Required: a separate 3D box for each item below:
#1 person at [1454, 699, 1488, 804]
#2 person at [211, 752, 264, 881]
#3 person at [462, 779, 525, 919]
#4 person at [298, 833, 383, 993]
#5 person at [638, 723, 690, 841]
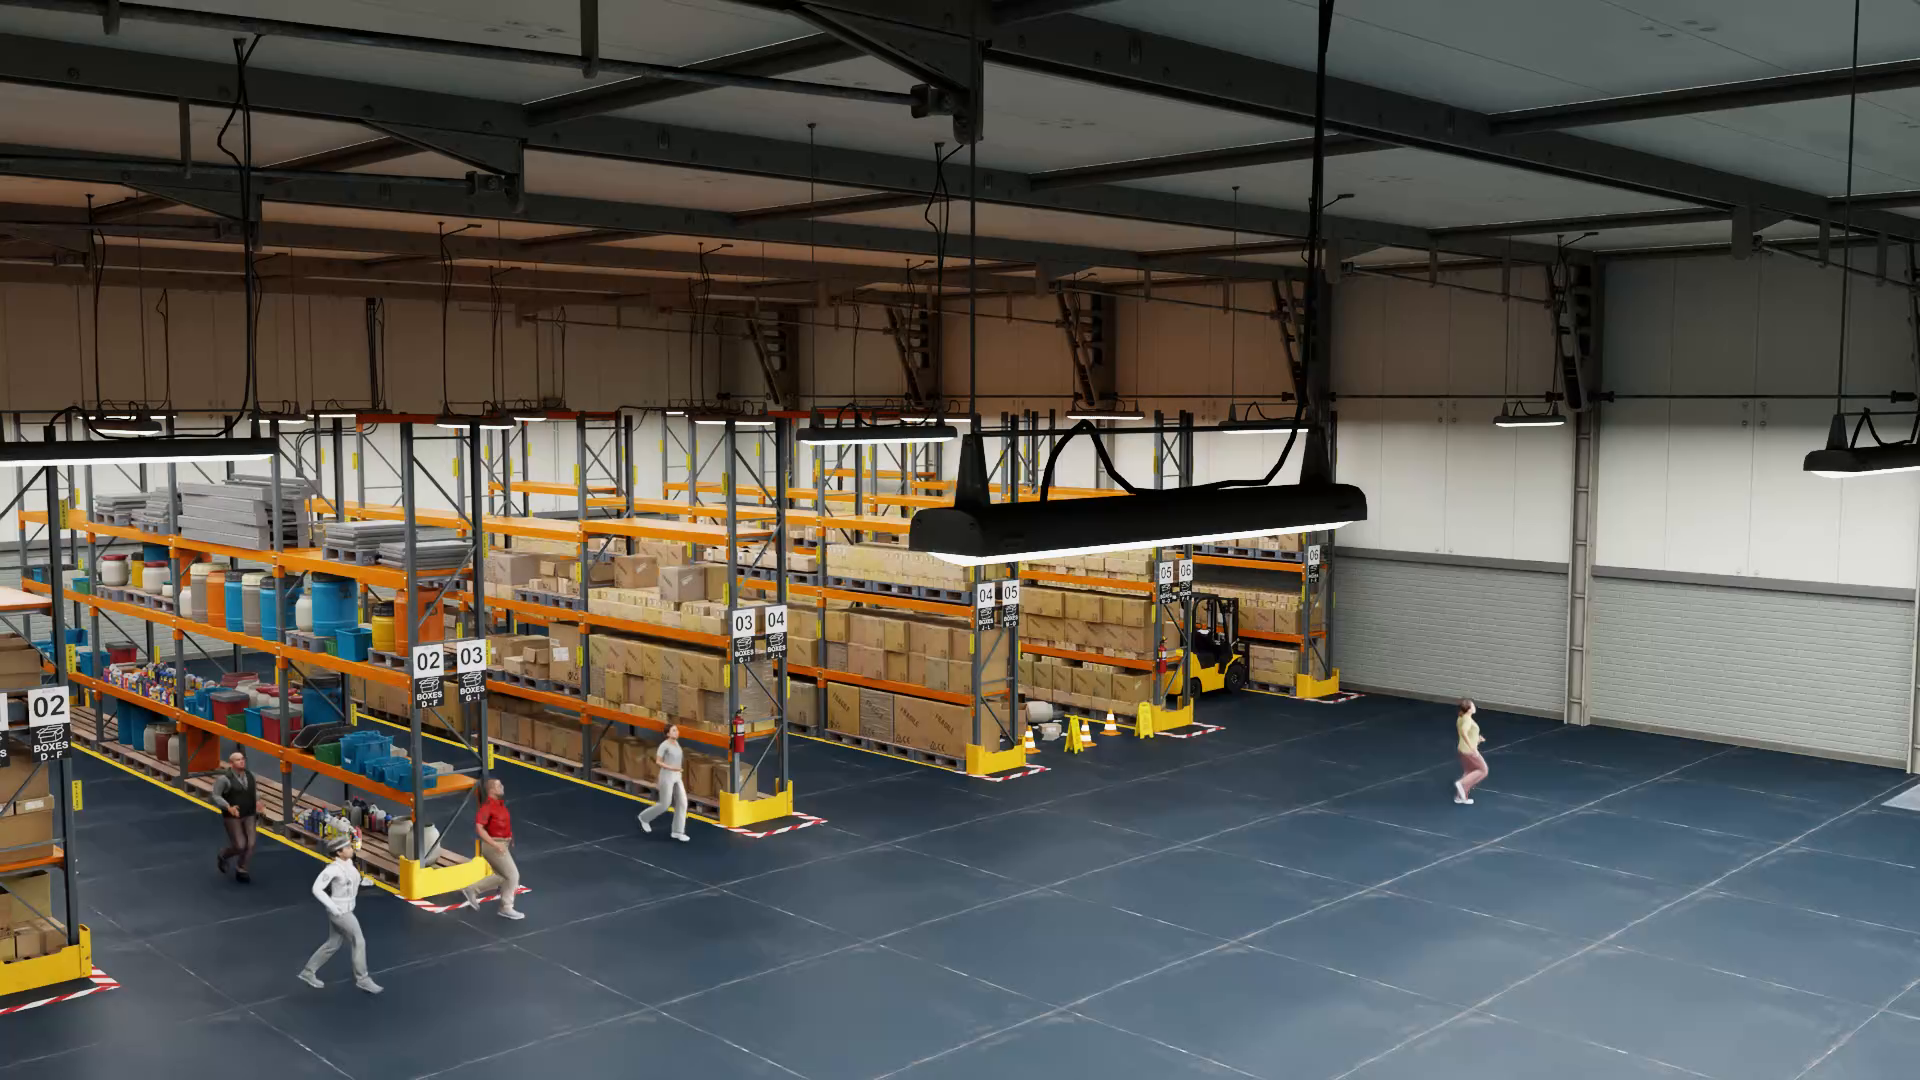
[{"bbox_3d":[7.911,3.280,25.792,0.537,1.630,0.573,-1,5,-7],"label":"person"},{"bbox_3d":[-9.418,3.606,21.729,0.533,1.677,0.647,3,6,33],"label":"person"},{"bbox_3d":[-5.640,3.749,20.219,0.668,1.705,0.688,0,5,-5],"label":"person"},{"bbox_3d":[-6.581,3.956,17.623,0.852,1.732,0.592,-1,5,-13],"label":"person"},{"bbox_3d":[-4.186,3.440,23.830,0.851,1.659,0.578,3,6,27],"label":"person"}]
